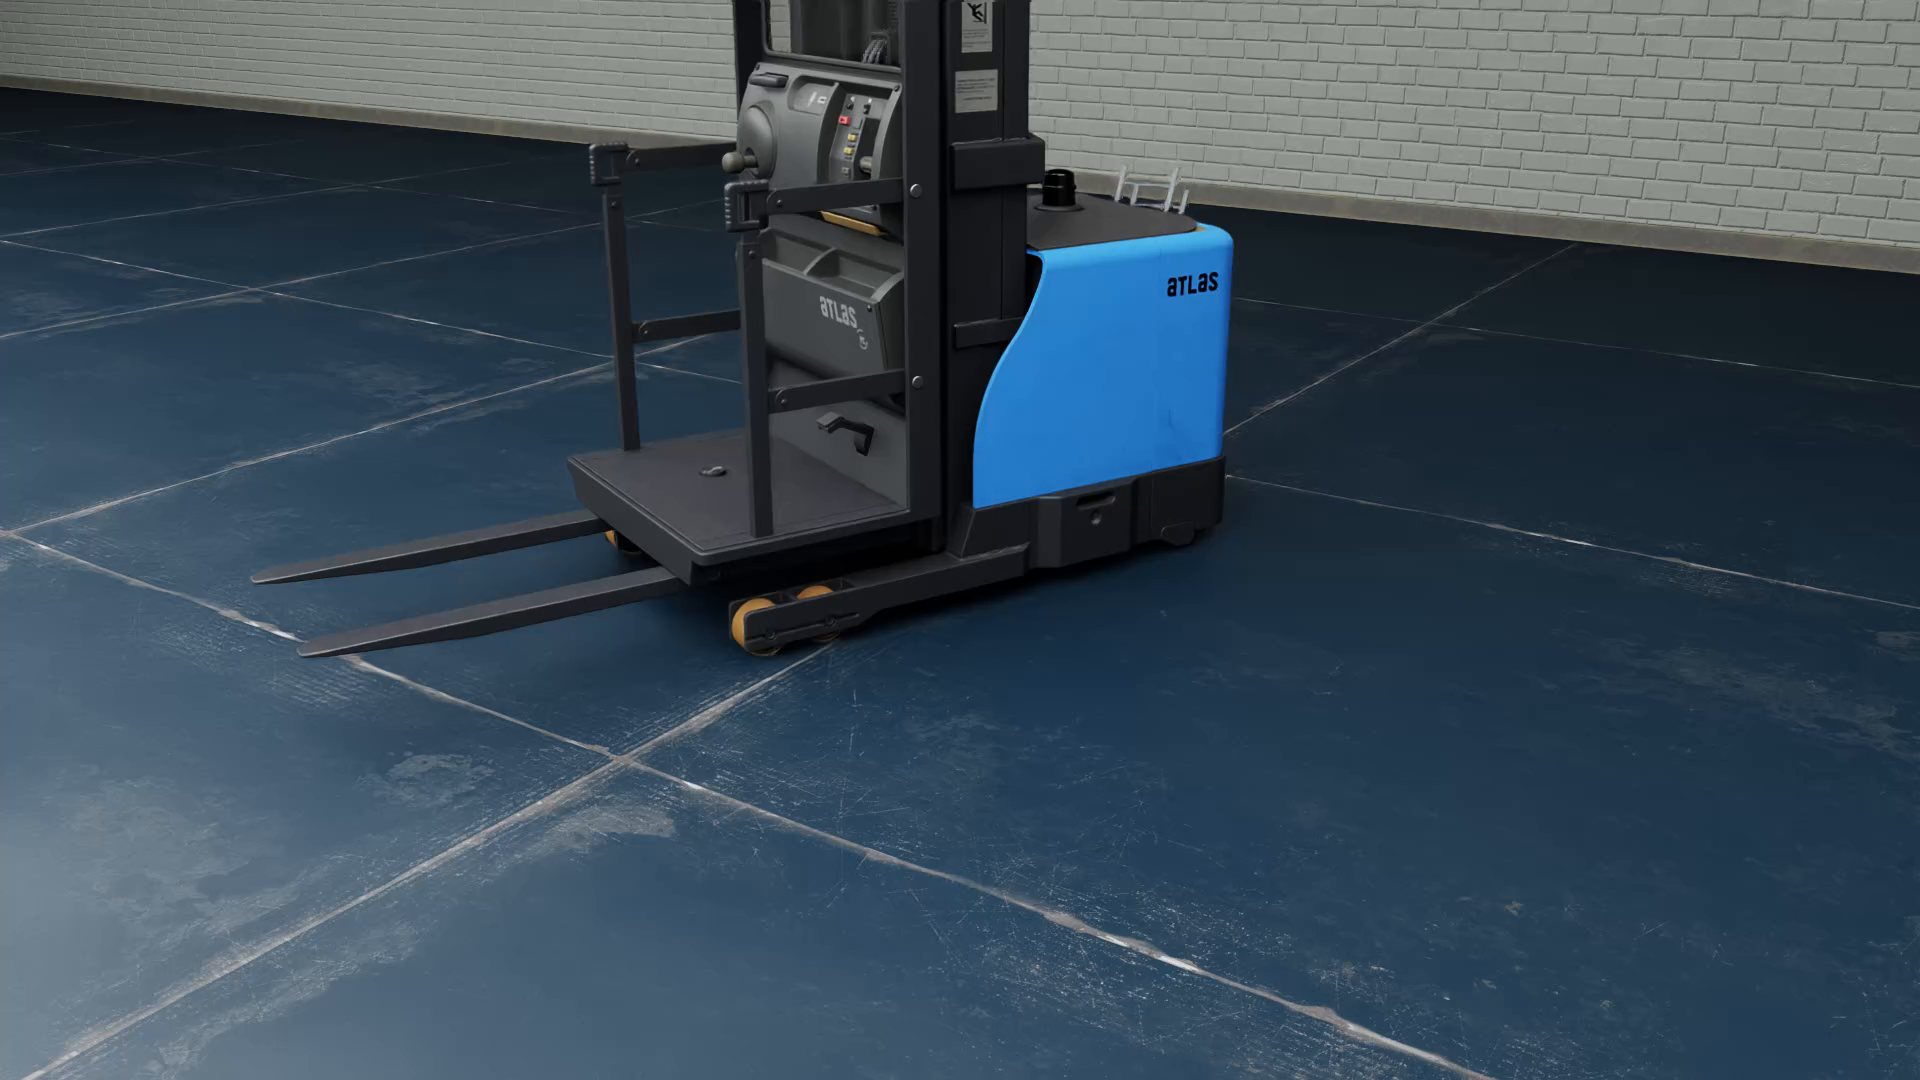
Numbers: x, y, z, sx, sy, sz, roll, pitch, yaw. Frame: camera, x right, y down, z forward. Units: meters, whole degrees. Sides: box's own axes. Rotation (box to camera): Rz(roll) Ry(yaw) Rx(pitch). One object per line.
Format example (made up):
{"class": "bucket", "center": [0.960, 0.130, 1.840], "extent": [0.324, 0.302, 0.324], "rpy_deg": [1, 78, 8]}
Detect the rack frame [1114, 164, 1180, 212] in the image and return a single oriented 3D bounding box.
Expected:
{"class": "rack frame", "center": [0.629, -0.960, 6.646], "extent": [0.240, 1.200, 0.006], "rpy_deg": [9, -14, 24]}

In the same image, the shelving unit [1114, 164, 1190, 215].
{"class": "shelving unit", "center": [0.660, -0.933, 6.727], "extent": [0.258, 1.200, 0.189], "rpy_deg": [9, -14, 24]}

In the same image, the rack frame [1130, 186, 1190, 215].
{"class": "rack frame", "center": [0.692, -0.905, 6.809], "extent": [0.240, 1.200, 0.006], "rpy_deg": [9, -14, 24]}

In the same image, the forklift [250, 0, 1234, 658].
{"class": "forklift", "center": [-0.609, -1.244, 4.902], "extent": [3.031, 2.935, 1.130], "rpy_deg": [-12, 24, -30]}
